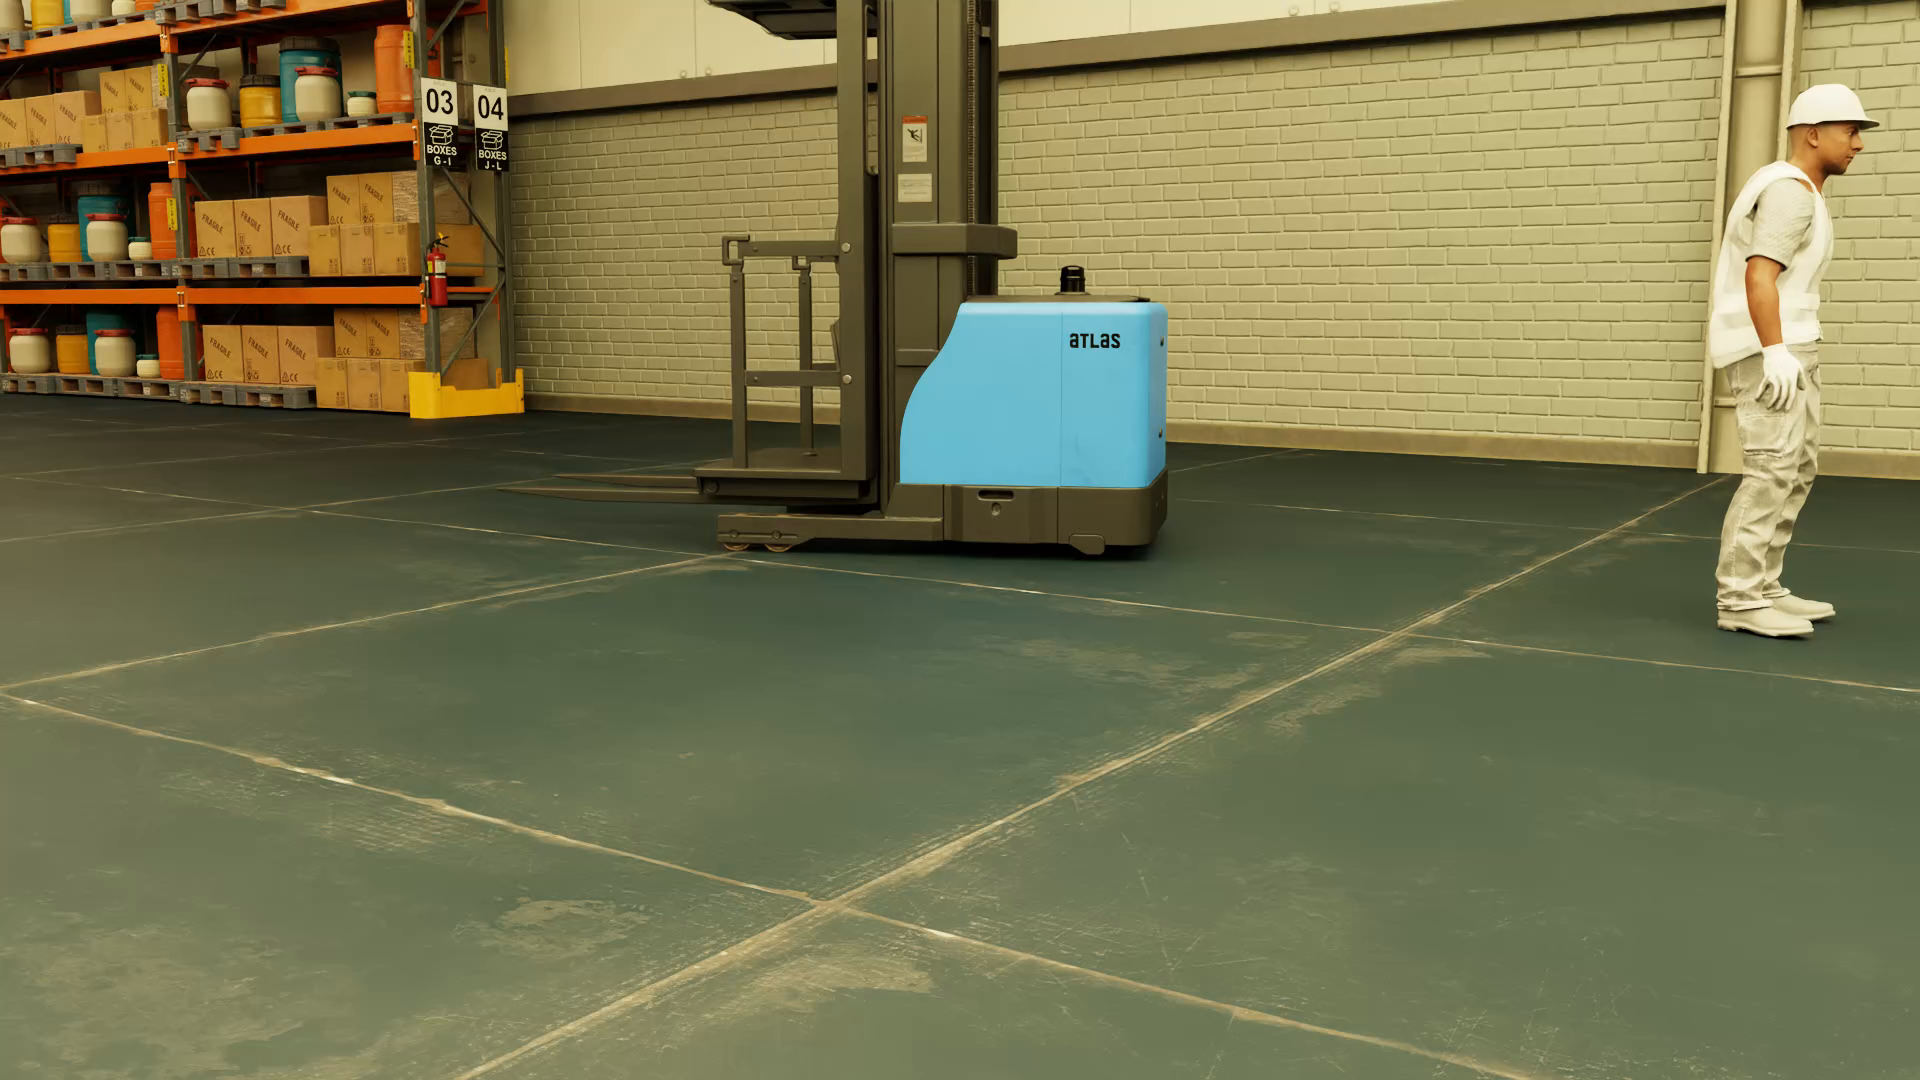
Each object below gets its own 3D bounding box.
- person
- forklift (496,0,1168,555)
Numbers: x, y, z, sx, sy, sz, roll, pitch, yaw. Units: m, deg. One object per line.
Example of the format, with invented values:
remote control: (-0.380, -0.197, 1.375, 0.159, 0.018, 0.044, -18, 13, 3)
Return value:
person: (2.731, -0.595, 5.506, 0.450, 1.773, 0.623, 6, 10, 34)
forklift: (-0.596, -1.469, 7.520, 3.031, 2.935, 1.130, 2, 8, 12)
